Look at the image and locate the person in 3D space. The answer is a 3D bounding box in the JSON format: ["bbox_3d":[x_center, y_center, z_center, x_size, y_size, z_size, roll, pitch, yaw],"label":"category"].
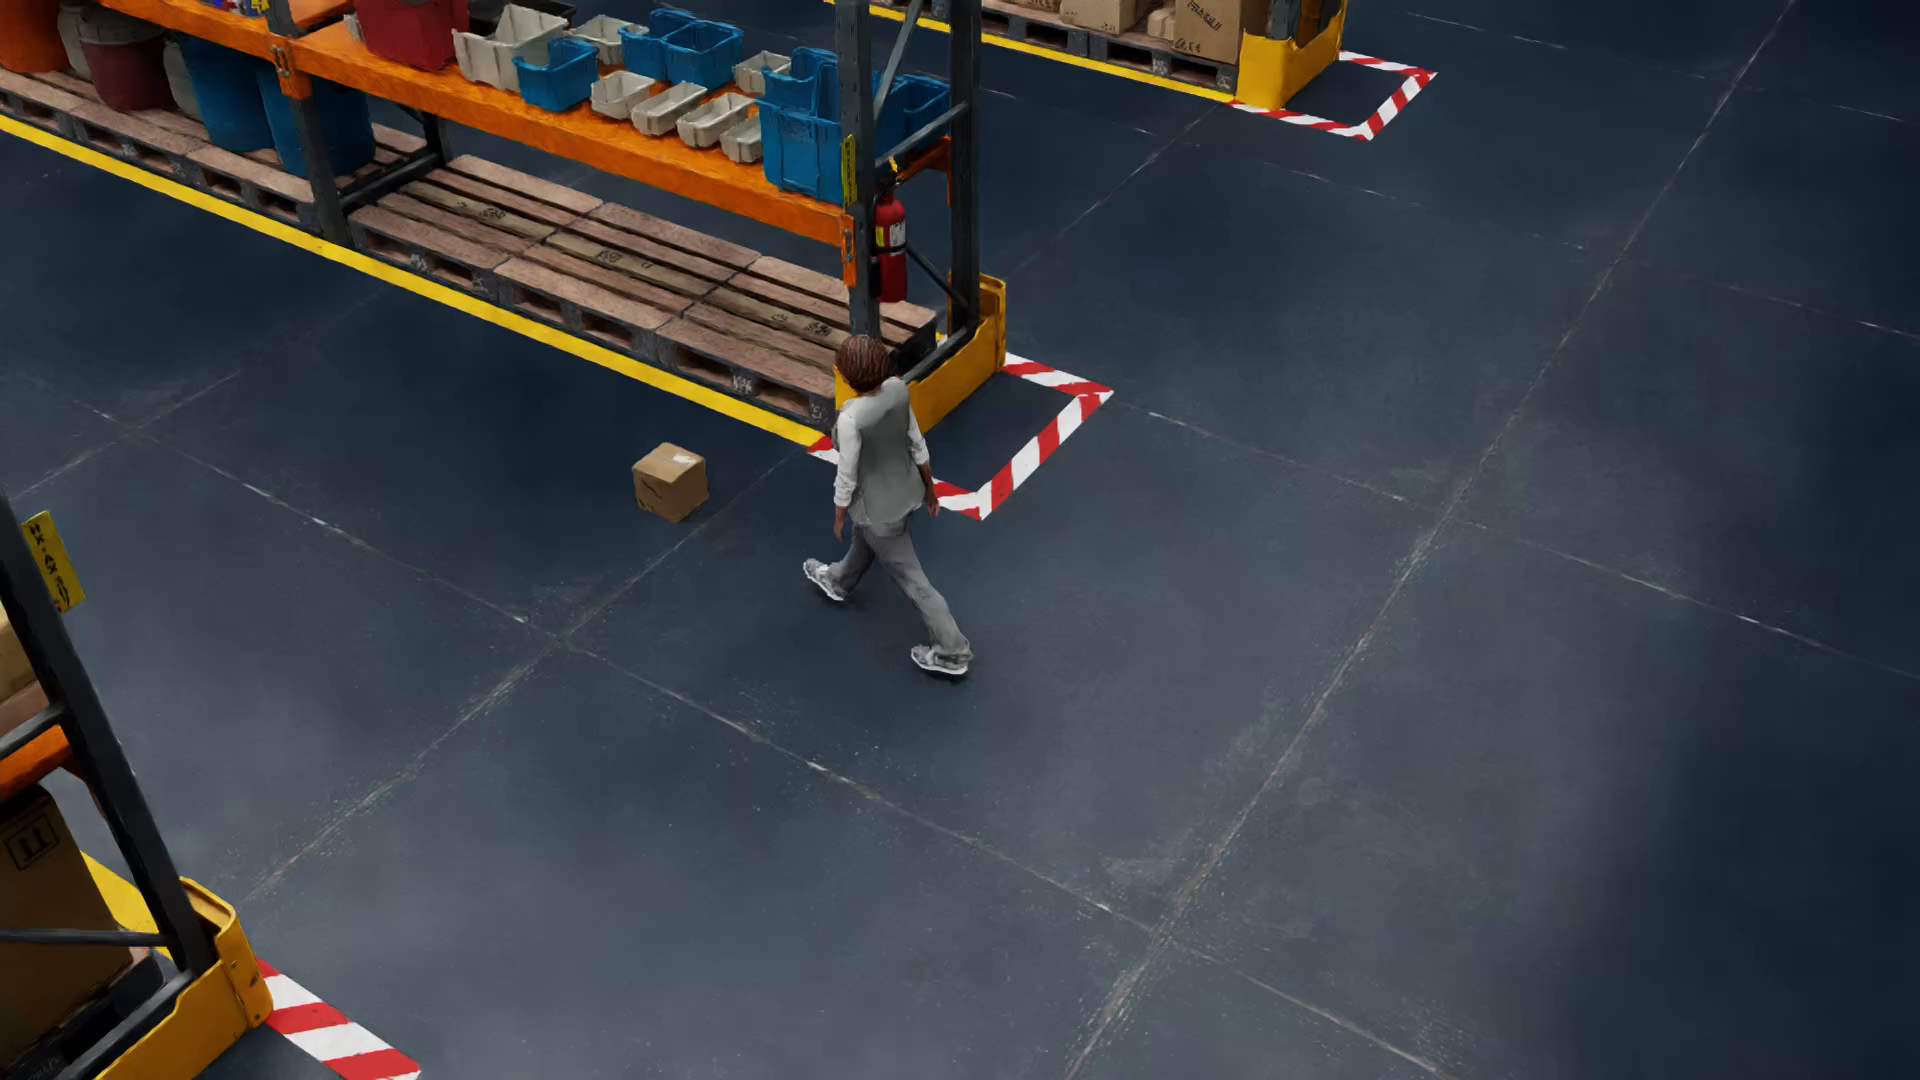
[{"bbox_3d":[-0.367,-0.176,6.925,1.009,1.502,0.428,22,44,25],"label":"person"}]
